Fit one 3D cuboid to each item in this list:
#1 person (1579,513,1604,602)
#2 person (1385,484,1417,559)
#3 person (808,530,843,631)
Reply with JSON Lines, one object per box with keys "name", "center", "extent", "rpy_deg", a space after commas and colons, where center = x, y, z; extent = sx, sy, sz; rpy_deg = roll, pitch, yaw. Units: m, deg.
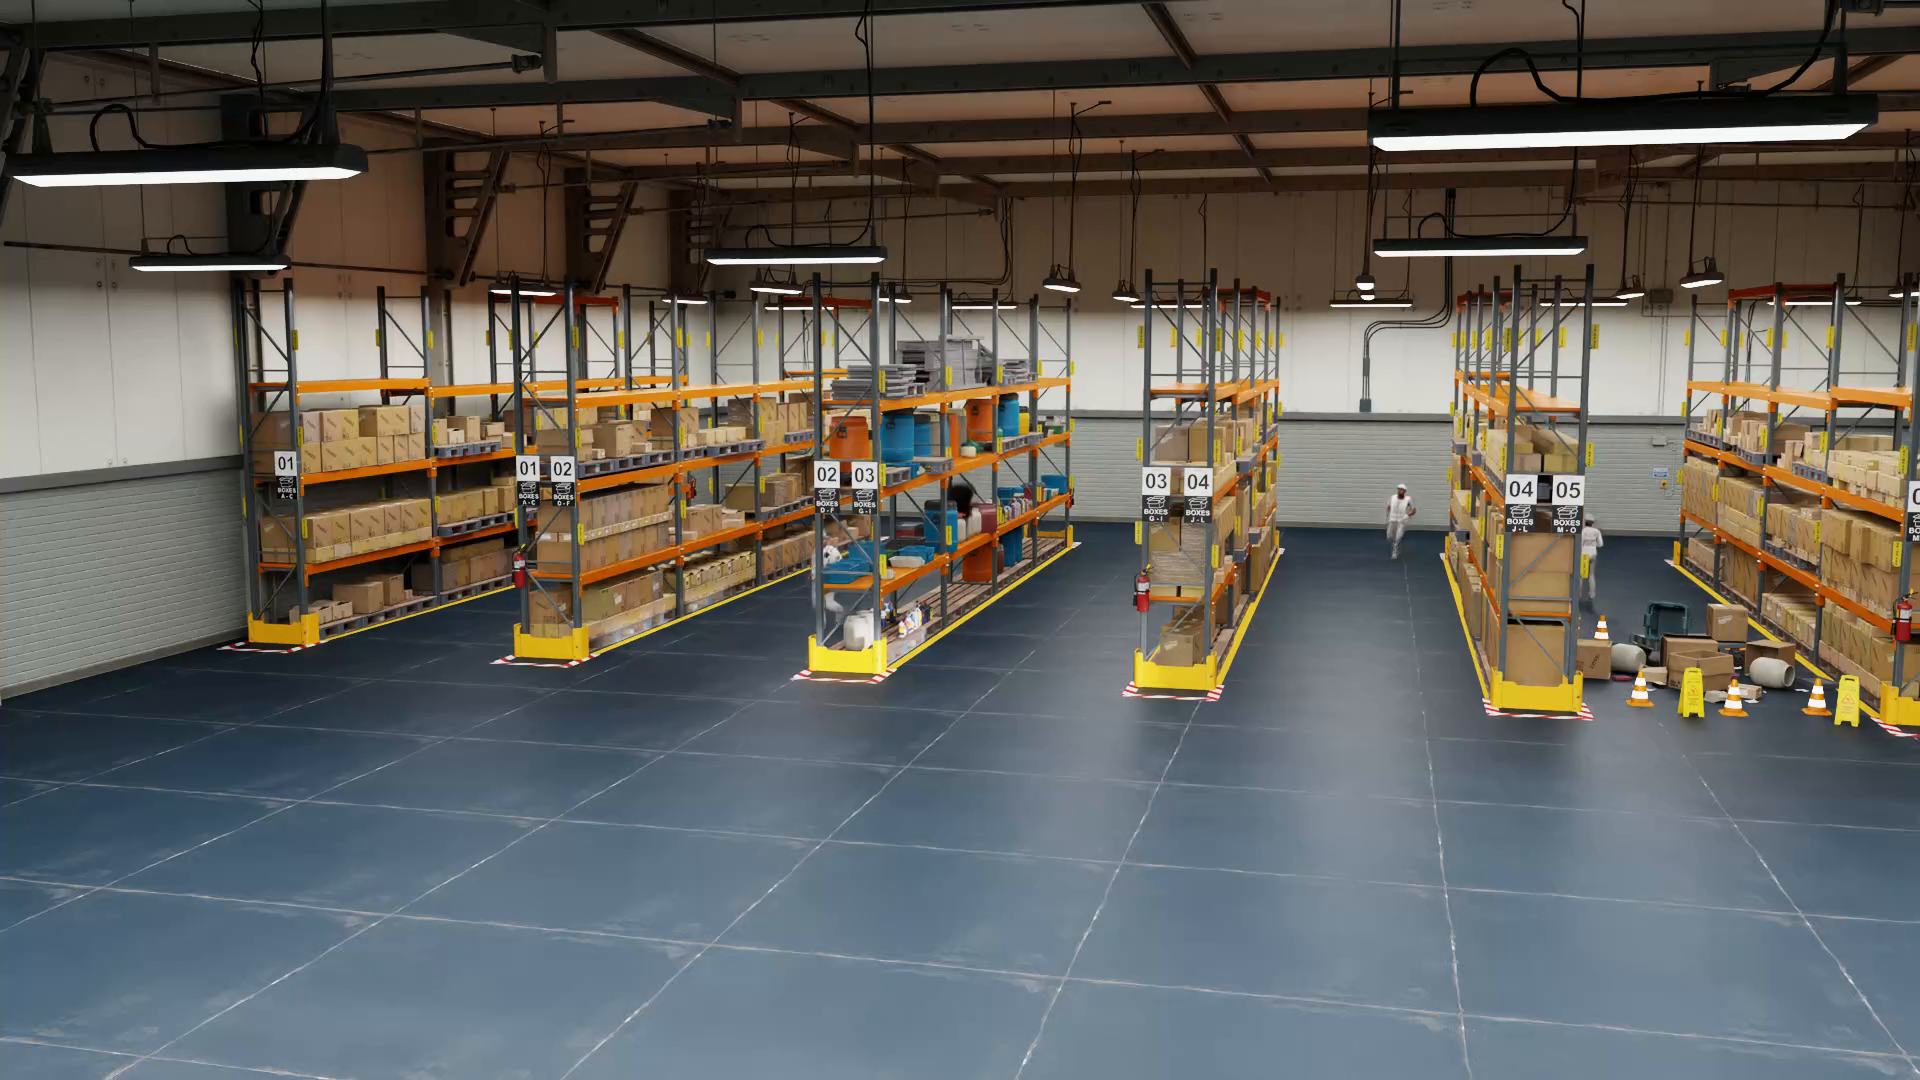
{"name": "person", "center": [11.944, 0.369, 31.640], "extent": [0.598, 1.743, 0.780], "rpy_deg": [1, 7, 7]}
{"name": "person", "center": [10.117, -0.428, 38.188], "extent": [0.710, 1.732, 0.559], "rpy_deg": [5, 8, 35]}
{"name": "person", "center": [-2.331, 0.684, 28.813], "extent": [0.664, 1.745, 0.738], "rpy_deg": [4, 8, 28]}
